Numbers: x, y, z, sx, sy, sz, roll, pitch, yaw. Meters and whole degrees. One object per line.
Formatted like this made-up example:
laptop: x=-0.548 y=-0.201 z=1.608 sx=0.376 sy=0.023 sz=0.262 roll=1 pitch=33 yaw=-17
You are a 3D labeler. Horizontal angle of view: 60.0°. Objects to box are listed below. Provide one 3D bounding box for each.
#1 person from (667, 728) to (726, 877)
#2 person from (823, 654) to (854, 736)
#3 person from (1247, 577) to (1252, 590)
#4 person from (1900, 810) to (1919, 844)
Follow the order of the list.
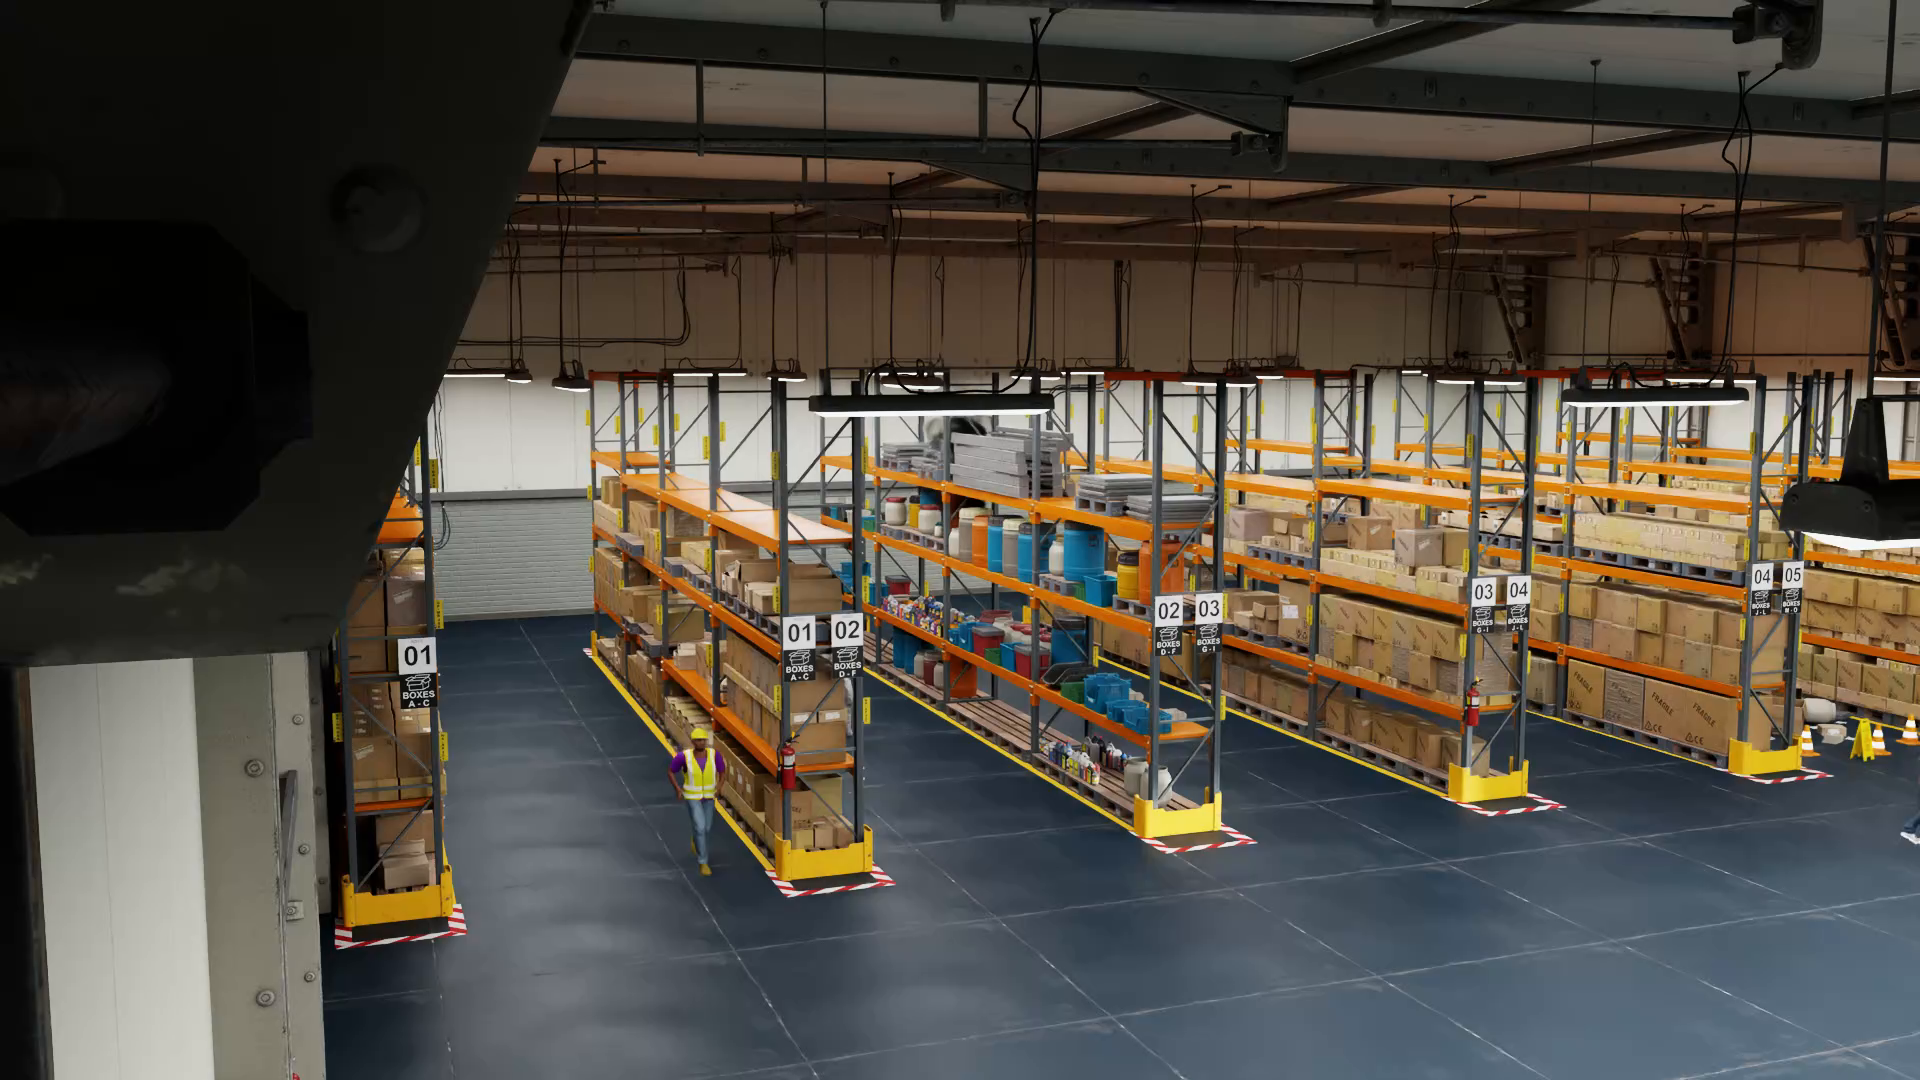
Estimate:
person: x=-3.225 y=3.180 z=20.529 sx=0.701 sy=1.774 sz=0.870 roll=-3 pitch=7 yaw=-26
person: x=-2.024 y=2.360 z=27.765 sx=0.657 sy=1.838 sz=0.790 roll=-4 pitch=7 yaw=-30
person: x=7.237 y=0.885 z=41.589 sx=1.013 sy=1.609 sz=0.753 roll=4 pitch=8 yaw=33
person: x=12.487 y=3.178 z=21.231 sx=0.789 sy=1.615 sz=0.555 roll=2 pitch=7 yaw=20
